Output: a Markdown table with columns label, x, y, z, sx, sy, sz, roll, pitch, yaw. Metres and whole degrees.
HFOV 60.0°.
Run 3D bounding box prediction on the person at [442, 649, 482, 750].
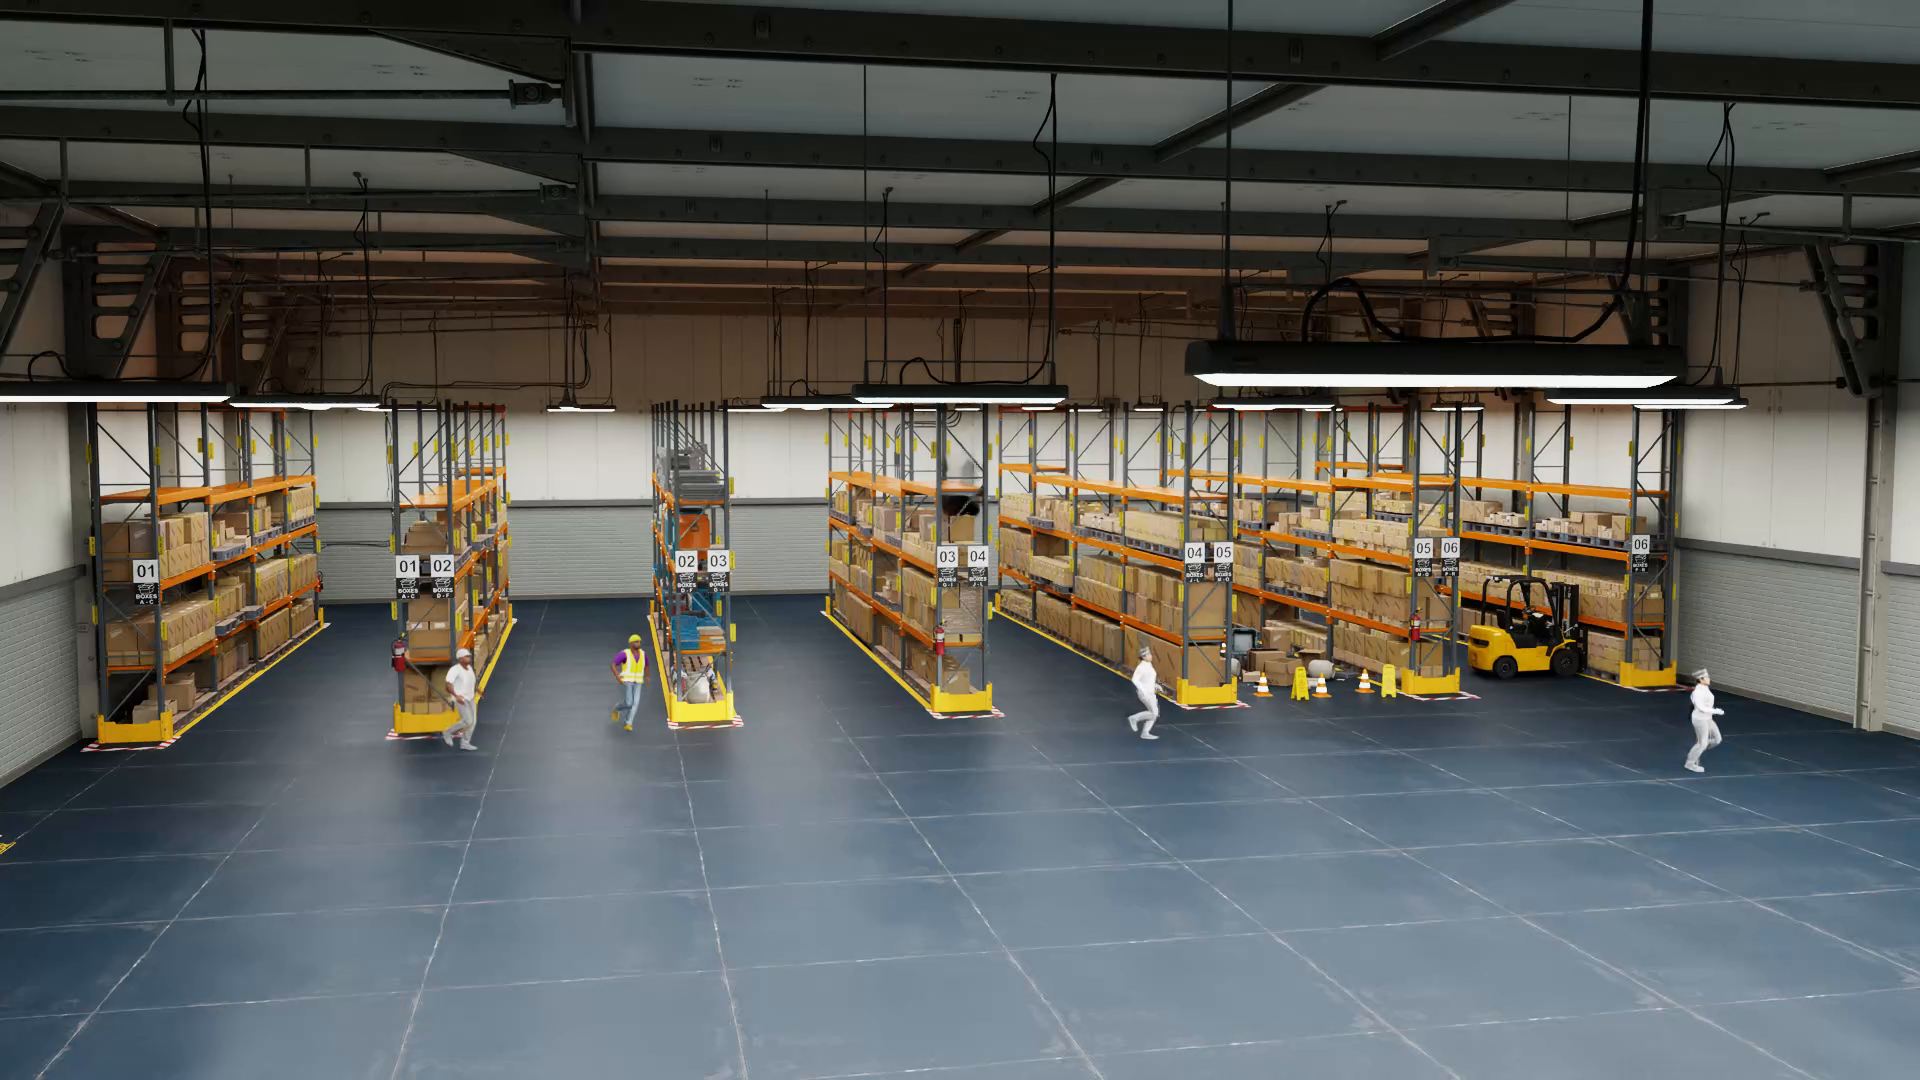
| label | x | y | z | sx | sy | sz | roll | pitch | yaw |
| --- | --- | --- | --- | --- | --- | --- | --- | --- | --- |
| person | -8.532 | 2.720 | 28.444 | 0.577 | 1.739 | 0.720 | 1 | 4 | 15 |

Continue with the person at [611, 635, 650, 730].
| label | x | y | z | sx | sy | sz | roll | pitch | yaw |
| --- | --- | --- | --- | --- | --- | --- | --- | --- | --- |
| person | -5.977 | 2.584 | 30.401 | 0.749 | 1.698 | 0.688 | -3 | 5 | -36 |

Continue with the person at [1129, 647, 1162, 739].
| label | x | y | z | sx | sy | sz | roll | pitch | yaw |
| --- | --- | --- | --- | --- | --- | --- | --- | --- | --- |
| person | 3.281 | 2.694 | 29.362 | 0.544 | 1.646 | 0.631 | 2 | 5 | 23 |

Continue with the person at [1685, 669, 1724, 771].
| label | x | y | z | sx | sy | sz | roll | pitch | yaw |
| --- | --- | --- | --- | --- | --- | --- | --- | --- | --- |
| person | 11.953 | 2.880 | 26.657 | 0.569 | 1.660 | 0.597 | 3 | 5 | 35 |
